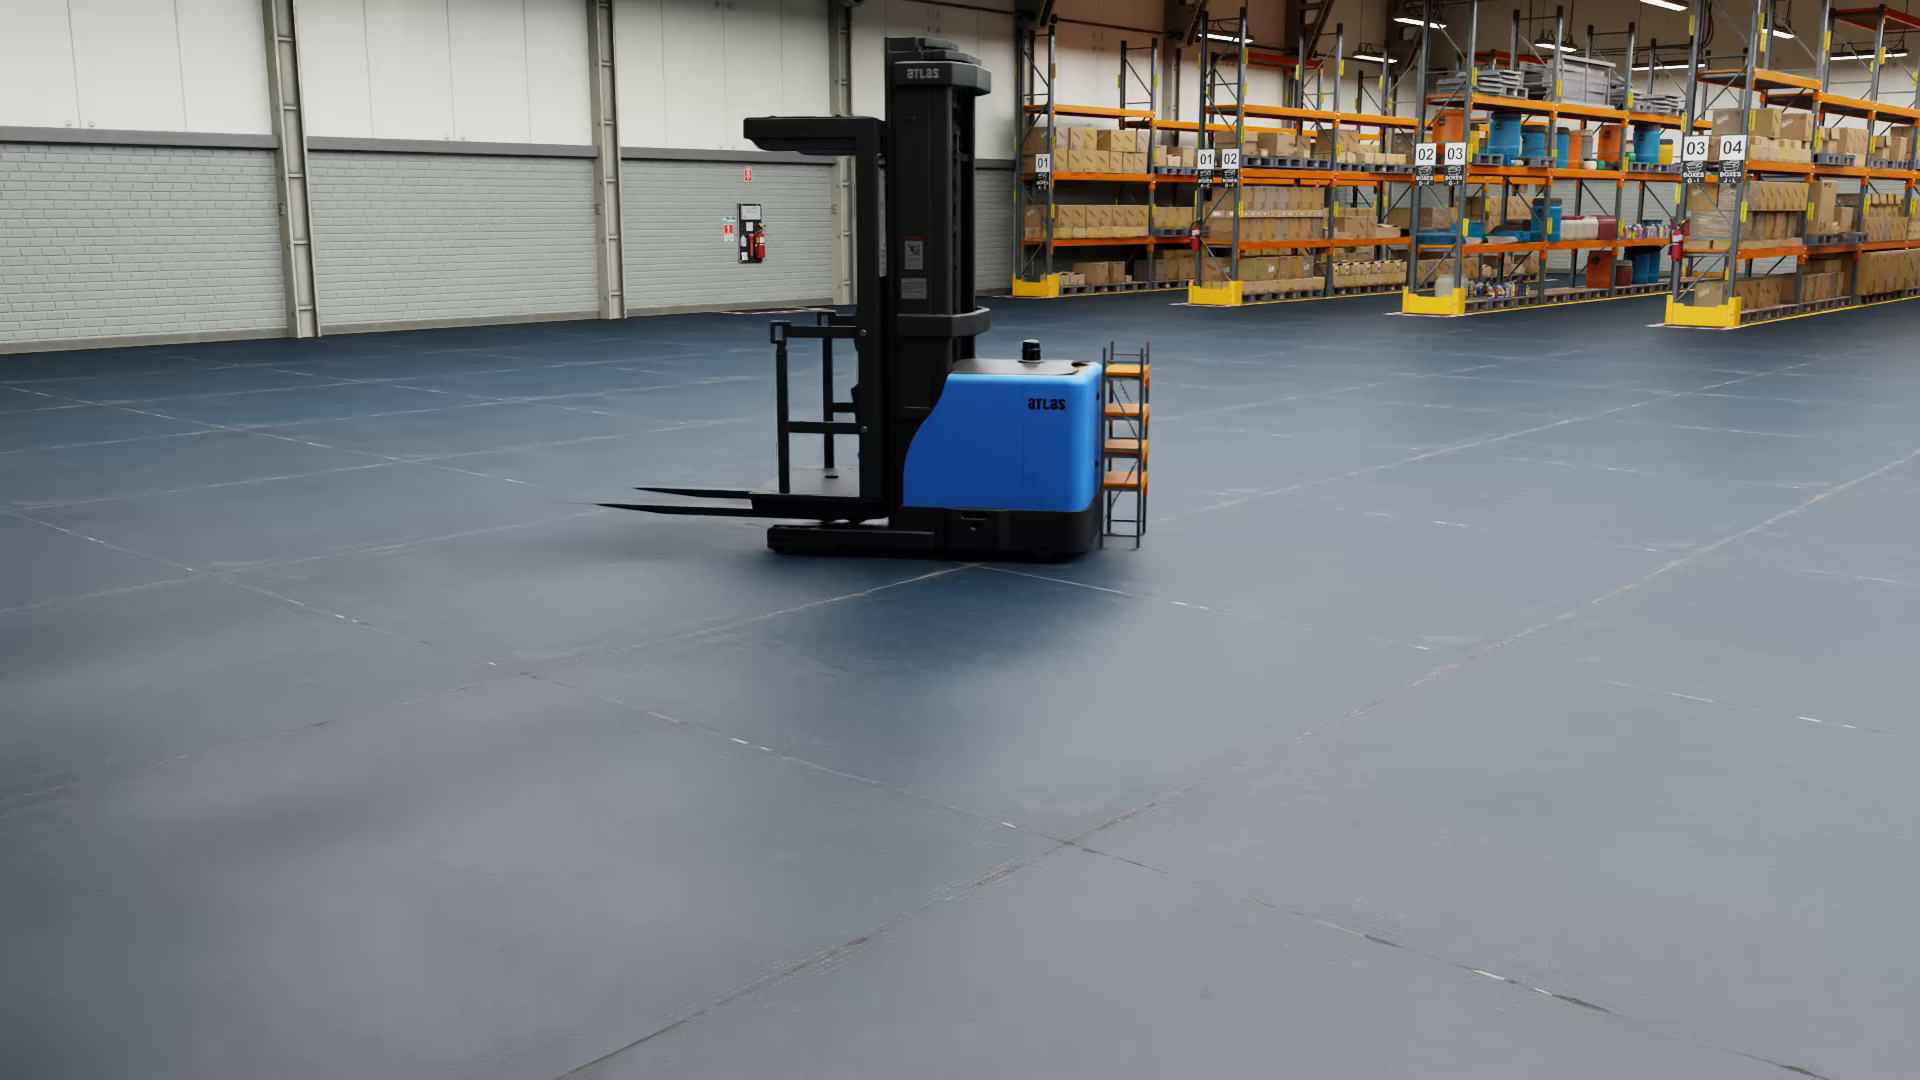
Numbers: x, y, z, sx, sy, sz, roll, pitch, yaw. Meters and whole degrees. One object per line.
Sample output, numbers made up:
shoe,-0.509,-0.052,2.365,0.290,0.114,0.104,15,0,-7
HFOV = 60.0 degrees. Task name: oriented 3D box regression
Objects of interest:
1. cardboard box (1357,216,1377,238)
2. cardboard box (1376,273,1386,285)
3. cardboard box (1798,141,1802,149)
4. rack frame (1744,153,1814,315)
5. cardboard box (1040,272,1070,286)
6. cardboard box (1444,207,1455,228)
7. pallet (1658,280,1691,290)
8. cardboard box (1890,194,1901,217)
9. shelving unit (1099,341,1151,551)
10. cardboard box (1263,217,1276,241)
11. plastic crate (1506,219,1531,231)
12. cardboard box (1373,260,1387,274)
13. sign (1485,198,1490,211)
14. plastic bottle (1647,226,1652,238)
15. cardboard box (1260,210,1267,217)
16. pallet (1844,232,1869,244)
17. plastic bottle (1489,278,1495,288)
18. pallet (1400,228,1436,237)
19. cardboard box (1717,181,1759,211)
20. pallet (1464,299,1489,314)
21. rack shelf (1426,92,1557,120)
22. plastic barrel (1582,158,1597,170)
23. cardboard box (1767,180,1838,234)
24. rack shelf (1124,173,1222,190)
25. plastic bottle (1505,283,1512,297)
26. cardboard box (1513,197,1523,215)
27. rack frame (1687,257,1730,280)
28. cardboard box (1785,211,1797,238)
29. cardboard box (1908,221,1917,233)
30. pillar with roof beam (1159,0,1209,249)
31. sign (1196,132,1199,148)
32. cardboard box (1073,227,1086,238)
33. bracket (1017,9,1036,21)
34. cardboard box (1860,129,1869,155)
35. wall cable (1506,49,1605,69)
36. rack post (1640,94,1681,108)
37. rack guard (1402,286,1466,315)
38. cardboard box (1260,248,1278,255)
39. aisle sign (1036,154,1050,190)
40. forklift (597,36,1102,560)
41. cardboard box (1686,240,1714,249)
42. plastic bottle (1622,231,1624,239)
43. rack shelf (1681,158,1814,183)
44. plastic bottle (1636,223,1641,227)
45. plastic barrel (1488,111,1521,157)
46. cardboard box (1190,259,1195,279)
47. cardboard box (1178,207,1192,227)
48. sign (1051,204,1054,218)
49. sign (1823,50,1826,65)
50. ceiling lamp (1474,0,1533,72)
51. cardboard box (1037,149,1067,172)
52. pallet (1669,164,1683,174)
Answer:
cardboard box,9.606,-7.460,39.649,0.500,0.500,0.500,9,14,37
cardboard box,9.865,-6.259,39.838,0.500,0.250,0.500,10,15,42
cardboard box,15.156,-7.223,30.420,0.380,0.149,0.250,9,14,38
rack frame,15.499,-5.790,31.544,1.000,3.000,0.127,10,15,40
cardboard box,2.221,-6.110,38.888,0.500,0.311,0.500,8,14,34
cardboard box,12.222,-8.236,42.460,0.700,0.500,0.500,6,13,26
pallet,17.516,-6.354,41.483,1.003,0.211,1.213,10,15,40
cardboard box,20.365,-7.413,36.853,0.797,0.503,0.637,9,15,39
shelving unit,0.996,-0.578,10.044,0.258,1.200,0.503,2,11,10
cardboard box,6.413,-6.749,36.090,0.700,0.500,0.500,10,15,41
plastic crate,11.869,-6.573,35.298,0.402,0.464,0.583,10,15,40
cardboard box,9.867,-6.533,39.776,0.500,0.311,0.500,10,15,40
sign,13.761,-8.745,43.382,0.100,0.325,0.005,10,15,40
plastic bottle,16.226,-7.265,39.245,0.152,0.276,0.135,10,15,40
cardboard box,6.347,-6.993,35.652,0.380,0.149,0.250,9,15,39
pallet,17.749,-6.166,33.915,1.213,0.211,1.003,10,15,40
plastic bottle,11.043,-5.264,34.547,0.144,0.351,0.185,10,15,40
pallet,11.096,-7.675,41.469,1.213,0.211,1.003,10,15,40
cardboard box,13.427,-5.933,28.689,0.500,0.500,0.500,10,15,40
pallet,9.694,-4.611,32.758,1.003,0.211,1.213,10,15,40
rack shelf,10.459,-8.529,32.799,1.077,0.370,4.000,10,15,40
plastic barrel,13.755,-8.205,36.328,0.301,0.262,0.301,0,11,0
cardboard box,16.129,-6.389,31.938,1.000,1.000,1.000,10,15,41
rack shelf,5.657,-9.124,42.413,1.077,0.370,4.000,10,15,40
plastic bottle,11.120,-5.080,33.816,0.152,0.276,0.135,10,15,41
cardboard box,14.884,-9.049,45.049,0.500,0.500,0.500,10,15,42
rack frame,19.700,-8.196,43.589,1.000,3.000,0.127,10,15,40
cardboard box,15.156,-5.927,31.213,0.875,0.500,0.500,10,15,40
cardboard box,21.287,-7.075,37.599,0.500,0.250,0.500,9,15,39
pillar with roof beam,8.703,-10.606,40.337,9.100,9.000,0.548,10,15,40
sign,5.022,-8.422,35.001,0.100,0.325,0.005,10,15,40
cardboard box,2.589,-7.168,38.775,0.500,0.250,0.500,9,15,39
bracket,1.502,-11.938,37.816,0.235,0.232,0.430,10,15,40
cardboard box,18.013,-8.041,33.624,0.500,0.500,0.500,10,15,42
wall cable,18.292,-13.809,51.408,3.097,2.526,0.112,10,15,40
rack post,16.480,-10.393,39.462,0.937,0.300,0.954,9,15,39
rack guard,9.153,-4.634,32.134,1.175,0.500,0.348,10,15,40
cardboard box,8.144,-7.671,45.377,0.750,0.750,0.750,10,15,40
aisle sign,1.874,-8.349,37.714,0.394,0.787,0.004,10,15,40
forklift,-0.675,-1.446,9.967,3.031,2.935,1.130,2,12,11
cardboard box,12.892,-5.147,28.965,0.380,0.149,0.250,10,15,40
plastic bottle,15.109,-6.972,37.965,0.097,0.201,0.097,0,11,0
rack shelf,14.179,-6.614,29.847,1.077,0.370,4.000,10,15,40
plastic bottle,16.557,-7.568,40.568,0.144,0.351,0.185,10,15,40
plastic barrel,11.041,-8.221,33.702,0.600,0.901,0.708,10,15,40
cardboard box,5.807,-7.040,43.058,0.700,0.500,0.500,10,15,40
cardboard box,5.484,-8.229,42.375,0.500,0.500,0.700,-10,15,-40
sign,2.104,-7.478,37.780,0.100,0.325,0.005,10,15,40
sign,17.721,-9.928,34.152,0.100,0.325,0.005,10,15,40
ceiling lamp,15.927,-15.350,49.185,2.000,3.185,0.800,10,15,40
cardboard box,2.105,-8.670,37.995,0.500,0.500,0.500,10,15,42
pallet,16.616,-8.858,39.727,1.213,0.211,1.003,10,15,40
